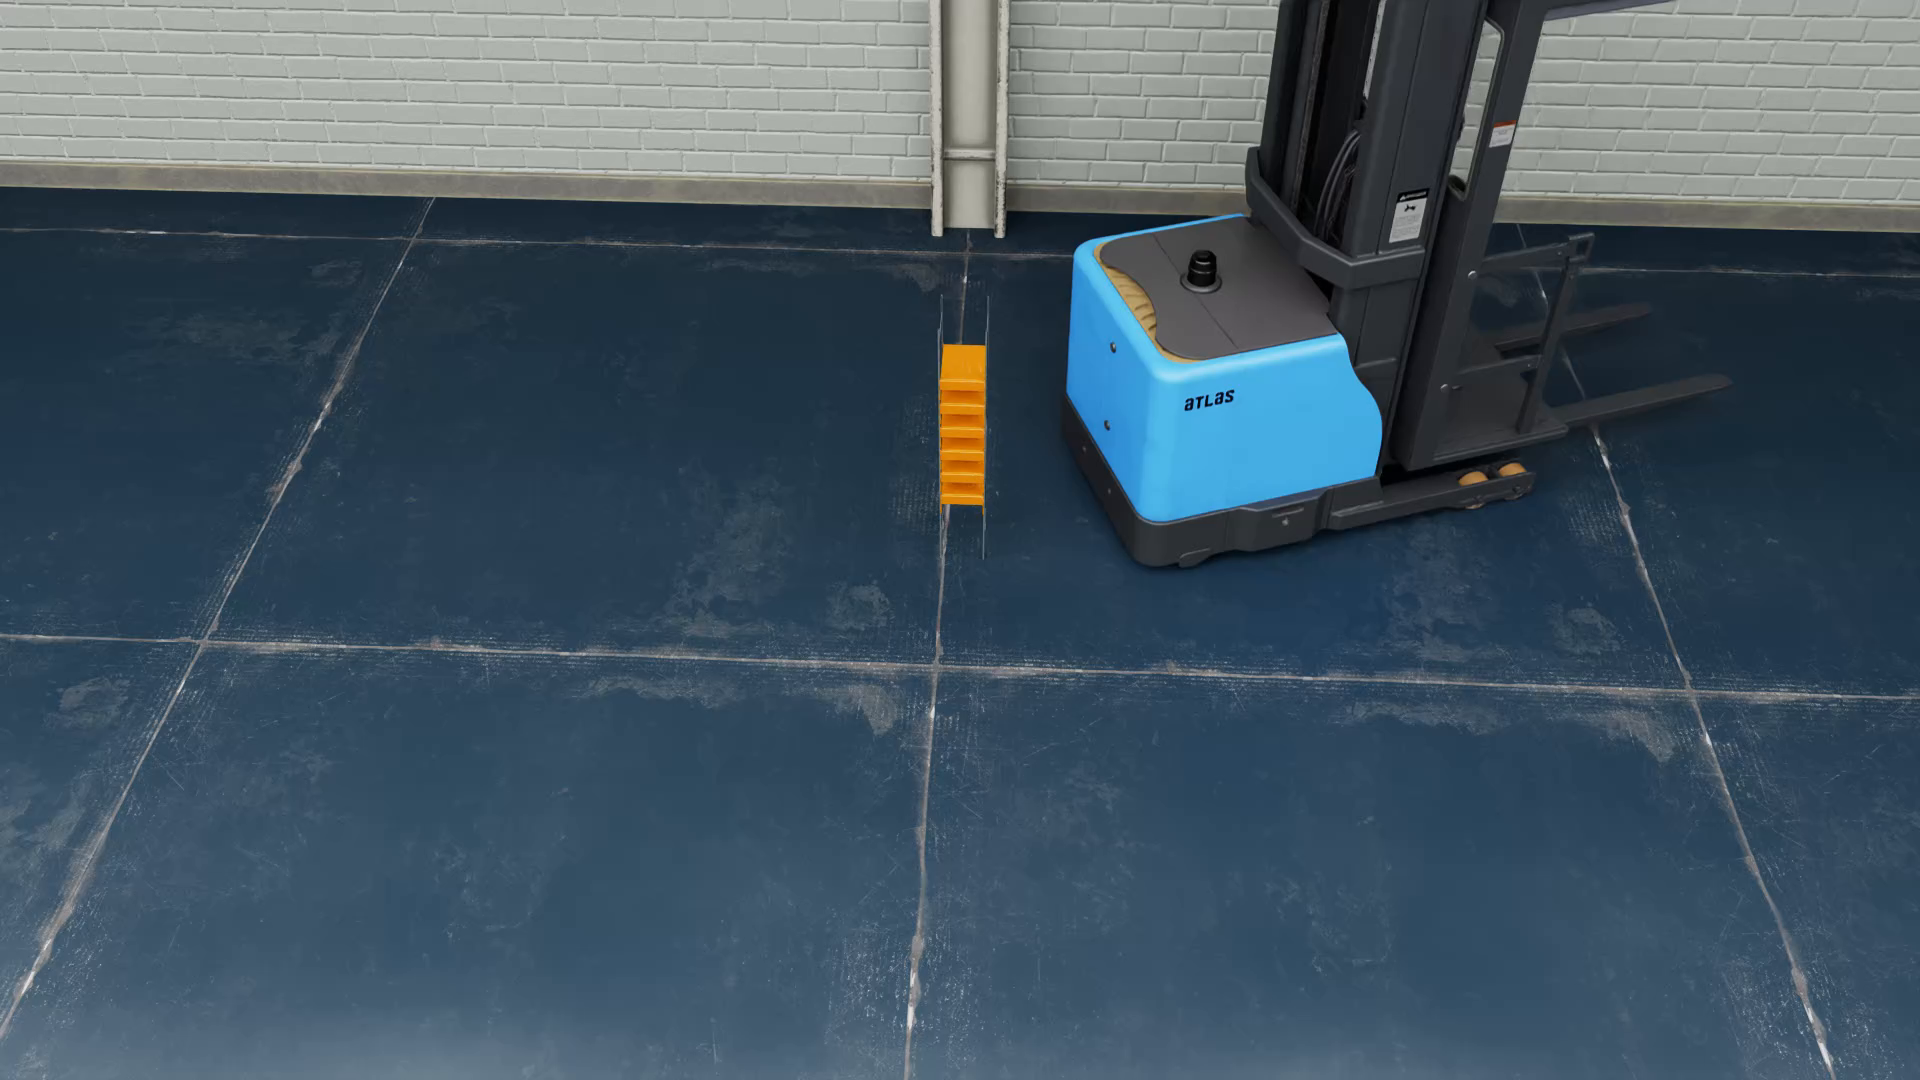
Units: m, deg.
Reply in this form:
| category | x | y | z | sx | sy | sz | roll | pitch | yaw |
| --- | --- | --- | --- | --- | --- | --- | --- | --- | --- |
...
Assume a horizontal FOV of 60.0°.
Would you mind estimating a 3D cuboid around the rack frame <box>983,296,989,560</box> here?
| category | x | y | z | sx | sy | sz | roll | pitch | yaw |
| --- | --- | --- | --- | --- | --- | --- | --- | --- | --- |
| rack frame | 0.106 | -0.436 | 6.838 | 0.006 | 1.200 | 0.240 | 2 | 43 | 2 |

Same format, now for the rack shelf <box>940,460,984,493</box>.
| category | x | y | z | sx | sy | sz | roll | pitch | yaw |
| --- | --- | --- | --- | --- | --- | --- | --- | --- | --- |
| rack shelf | 0.014 | -0.318 | 6.953 | 0.180 | 0.103 | 0.258 | 2 | 43 | 2 |

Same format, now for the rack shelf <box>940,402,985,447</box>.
| category | x | y | z | sx | sy | sz | roll | pitch | yaw |
| --- | --- | --- | --- | --- | --- | --- | --- | --- | --- |
| rack shelf | 0.014 | -0.494 | 6.789 | 0.180 | 0.103 | 0.258 | 2 | 43 | 2 |

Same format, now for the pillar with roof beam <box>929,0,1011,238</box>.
| category | x | y | z | sx | sy | sz | roll | pitch | yaw |
| --- | --- | --- | --- | --- | --- | --- | --- | --- | --- |
| pillar with roof beam | -0.141 | -2.110 | 2.913 | 0.400 | 9.000 | 9.100 | 2 | 43 | 2 |

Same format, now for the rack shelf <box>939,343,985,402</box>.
| category | x | y | z | sx | sy | sz | roll | pitch | yaw |
| --- | --- | --- | --- | --- | --- | --- | --- | --- | --- |
| rack shelf | 0.014 | -0.669 | 6.625 | 0.180 | 0.103 | 0.258 | 2 | 43 | 2 |

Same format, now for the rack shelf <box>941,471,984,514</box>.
| category | x | y | z | sx | sy | sz | roll | pitch | yaw |
| --- | --- | --- | --- | --- | --- | --- | --- | --- | --- |
| rack shelf | 0.014 | -0.230 | 7.034 | 0.180 | 0.103 | 0.258 | 2 | 43 | 2 |

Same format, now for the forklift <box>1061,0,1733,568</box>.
| category | x | y | z | sx | sy | sz | roll | pitch | yaw |
| --- | --- | --- | --- | --- | --- | --- | --- | --- | --- |
| forklift | 2.042 | -1.543 | 6.756 | 3.031 | 2.935 | 1.130 | -12 | 44 | -13 |

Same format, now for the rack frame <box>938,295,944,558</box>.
| category | x | y | z | sx | sy | sz | roll | pitch | yaw |
| --- | --- | --- | --- | --- | --- | --- | --- | --- | --- |
| rack frame | -0.077 | -0.441 | 6.844 | 0.006 | 1.200 | 0.240 | 2 | 43 | 2 |

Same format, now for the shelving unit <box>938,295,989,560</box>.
| category | x | y | z | sx | sy | sz | roll | pitch | yaw |
| --- | --- | --- | --- | --- | --- | --- | --- | --- | --- |
| shelving unit | 0.014 | -0.439 | 6.841 | 0.189 | 1.200 | 0.258 | 2 | 43 | 2 |

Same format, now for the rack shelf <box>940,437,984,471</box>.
| category | x | y | z | sx | sy | sz | roll | pitch | yaw |
| --- | --- | --- | --- | --- | --- | --- | --- | --- | --- |
| rack shelf | 0.014 | -0.406 | 6.871 | 0.180 | 0.103 | 0.258 | 2 | 43 | 2 |

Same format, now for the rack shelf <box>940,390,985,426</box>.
| category | x | y | z | sx | sy | sz | roll | pitch | yaw |
| --- | --- | --- | --- | --- | --- | --- | --- | --- | --- |
| rack shelf | 0.014 | -0.582 | 6.707 | 0.180 | 0.103 | 0.258 | 2 | 43 | 2 |
